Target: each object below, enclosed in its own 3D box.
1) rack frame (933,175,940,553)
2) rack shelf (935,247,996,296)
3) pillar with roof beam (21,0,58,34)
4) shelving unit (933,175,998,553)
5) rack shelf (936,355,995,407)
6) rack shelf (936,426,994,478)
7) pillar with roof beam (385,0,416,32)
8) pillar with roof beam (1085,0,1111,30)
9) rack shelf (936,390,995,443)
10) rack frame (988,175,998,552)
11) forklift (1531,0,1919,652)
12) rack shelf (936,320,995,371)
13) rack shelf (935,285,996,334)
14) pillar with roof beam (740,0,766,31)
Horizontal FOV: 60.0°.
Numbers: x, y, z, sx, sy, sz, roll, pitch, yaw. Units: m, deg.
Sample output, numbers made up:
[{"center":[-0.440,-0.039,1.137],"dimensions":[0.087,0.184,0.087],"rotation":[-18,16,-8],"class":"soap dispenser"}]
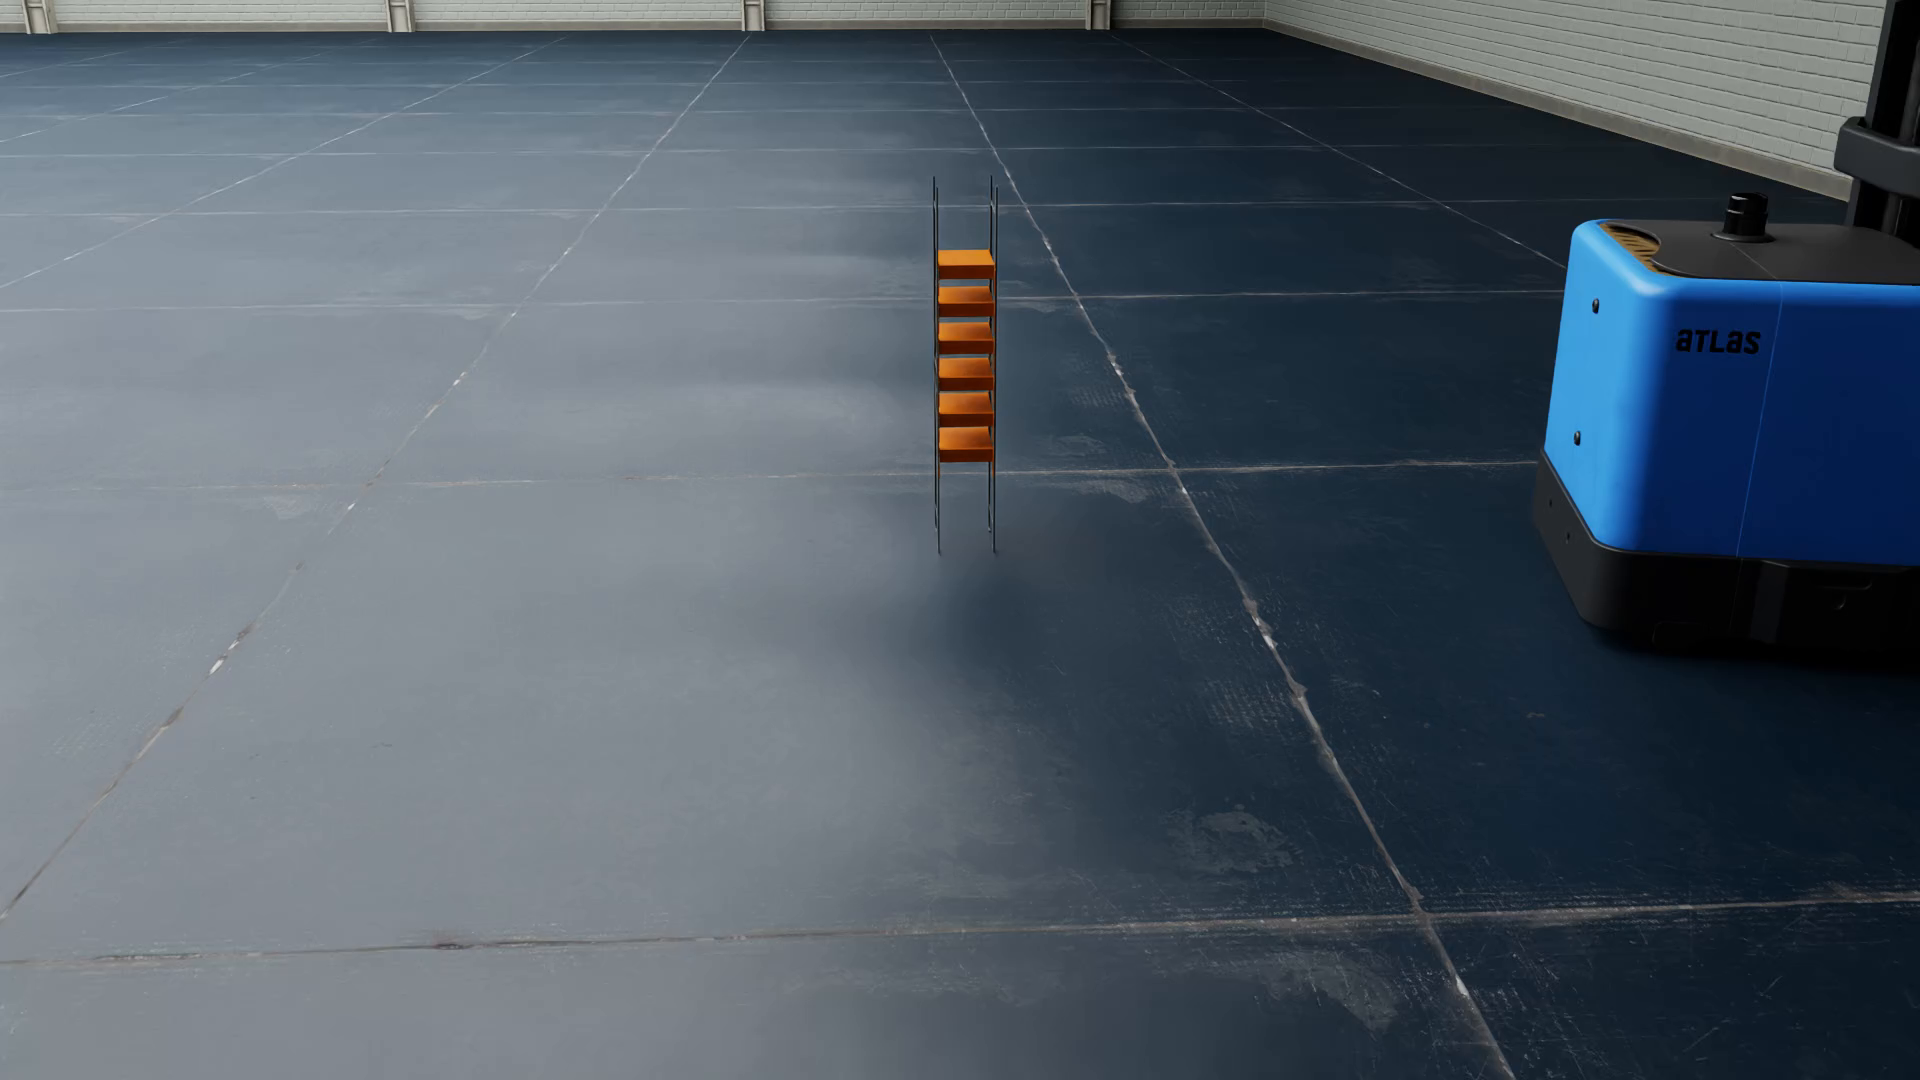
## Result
[{"center":[-0.077,-0.559,5.403],"dimensions":[0.006,1.200,0.240],"rotation":[-1,21,-3],"class":"rack frame"},{"center":[0.014,-0.856,5.296],"dimensions":[0.180,0.103,0.258],"rotation":[-1,21,-3],"class":"rack shelf"},{"center":[-15.311,-11.278,22.597],"dimensions":[0.400,9.000,9.100],"rotation":[-1,21,-3],"class":"pillar with roof beam"},{"center":[0.014,-0.561,5.408],"dimensions":[0.189,1.200,0.258],"rotation":[-1,21,-3],"class":"shelving unit"},{"center":[0.014,-0.520,5.424],"dimensions":[0.180,0.103,0.258],"rotation":[-1,21,-3],"class":"rack shelf"},{"center":[0.014,-0.295,5.509],"dimensions":[0.180,0.103,0.258],"rotation":[-1,21,-3],"class":"rack shelf"},{"center":[-9.321,-11.400,22.917],"dimensions":[0.400,9.000,9.100],"rotation":[-1,21,-3],"class":"pillar with roof beam"},{"center":[2.659,-11.644,23.557],"dimensions":[0.400,9.000,9.100],"rotation":[-1,21,-3],"class":"pillar with roof beam"},{"center":[0.014,-0.407,5.467],"dimensions":[0.180,0.103,0.258],"rotation":[-1,21,-3],"class":"rack shelf"},{"center":[0.106,-0.563,5.413],"dimensions":[0.006,1.200,0.240],"rotation":[-1,21,-3],"class":"rack frame"},{"center":[3.366,-1.150,4.521],"dimensions":[3.031,2.935,1.130],"rotation":[3,21,8],"class":"forklift"},{"center":[0.014,-0.632,5.381],"dimensions":[0.180,0.103,0.258],"rotation":[-1,21,-3],"class":"rack shelf"},{"center":[0.014,-0.744,5.339],"dimensions":[0.180,0.103,0.258],"rotation":[-1,21,-3],"class":"rack shelf"},{"center":[-3.331,-11.522,23.237],"dimensions":[0.400,9.000,9.100],"rotation":[-1,21,-3],"class":"pillar with roof beam"}]
